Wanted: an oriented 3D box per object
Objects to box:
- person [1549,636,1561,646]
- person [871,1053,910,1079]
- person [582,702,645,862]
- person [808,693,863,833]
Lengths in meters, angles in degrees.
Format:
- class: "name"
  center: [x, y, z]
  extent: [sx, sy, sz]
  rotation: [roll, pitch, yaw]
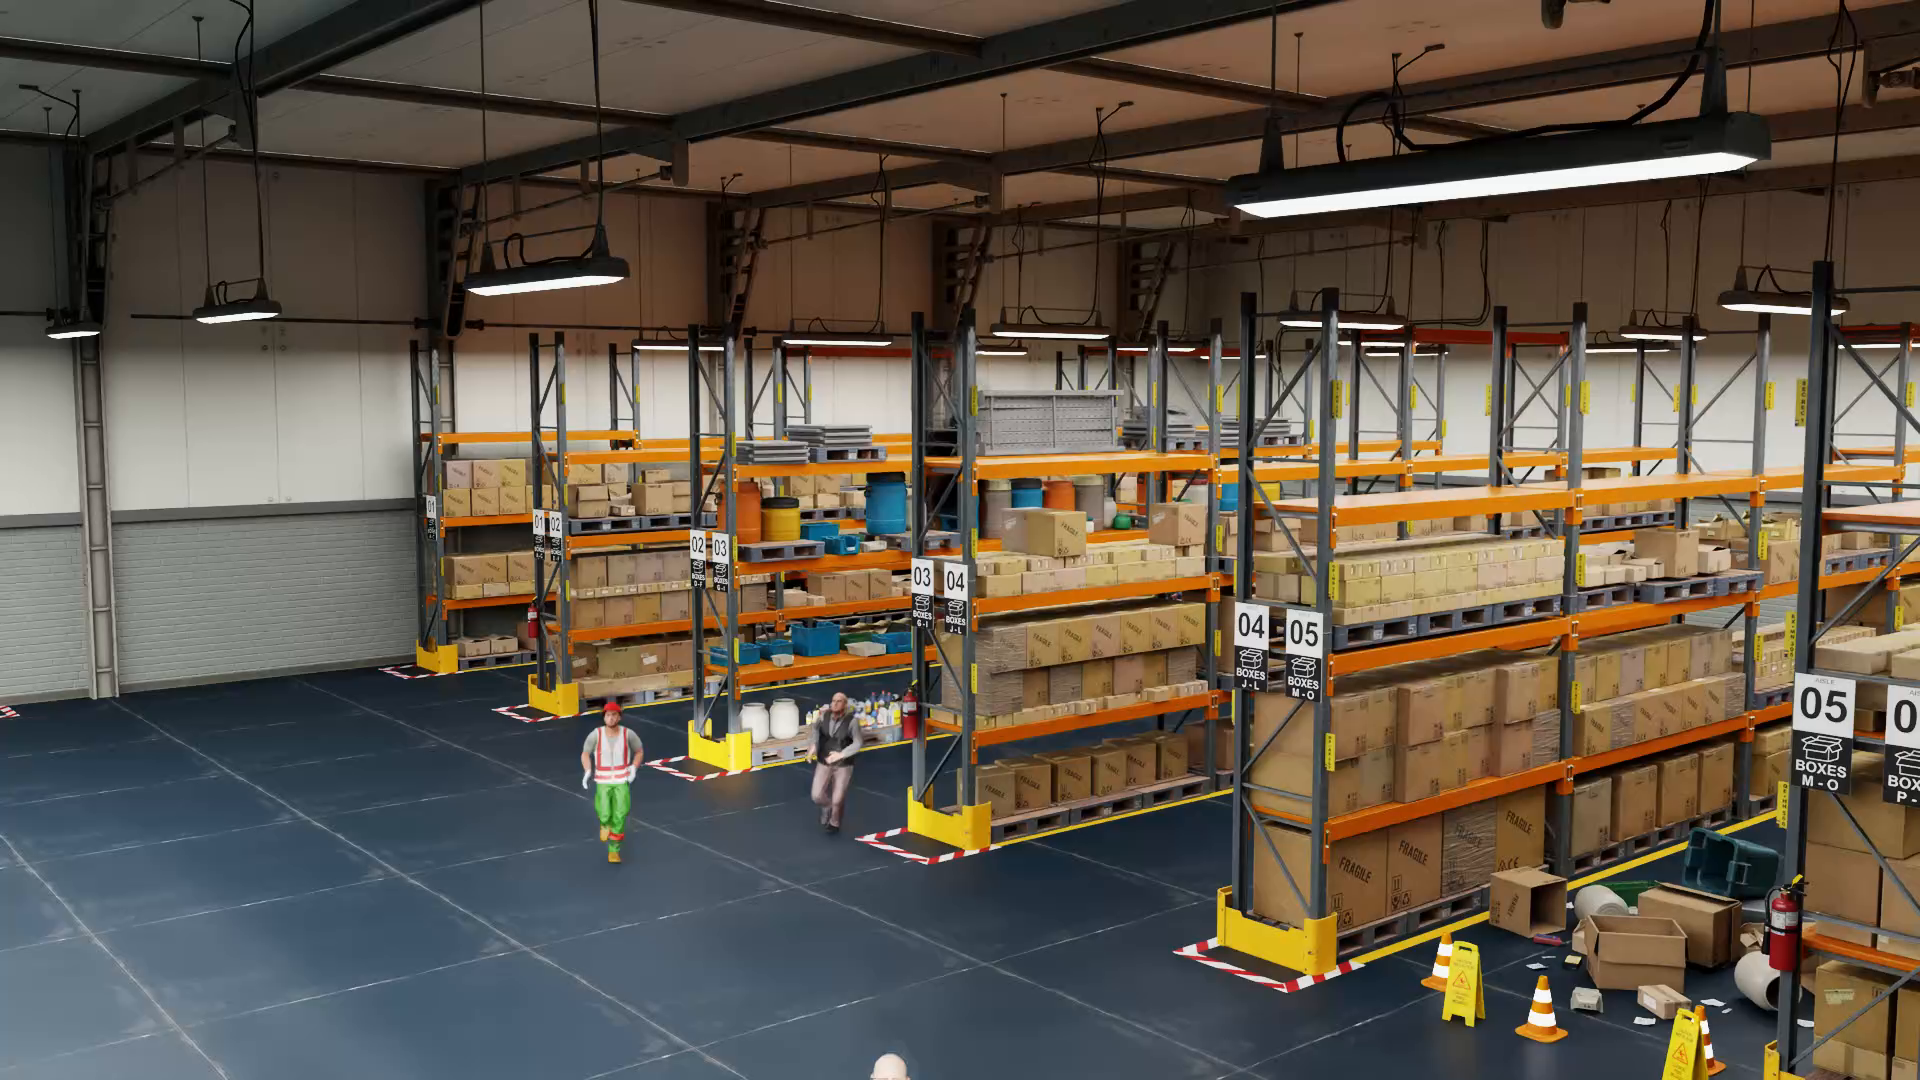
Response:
- class: "person"
  center: [8.474, 2.169, 23.799]
  extent: [0.580, 1.598, 0.592]
  rotation: [-5, 7, -44]
- class: "person"
  center: [-0.363, 3.491, 8.411]
  extent: [0.688, 1.834, 0.842]
  rotation: [0, 5, -1]
- class: "person"
  center: [-3.792, 2.626, 18.174]
  extent: [0.654, 1.732, 0.592]
  rotation: [-1, 5, -12]
- class: "person"
  center: [-1.445, 2.573, 19.069]
  extent: [0.681, 1.657, 0.571]
  rotation: [1, 5, 13]
